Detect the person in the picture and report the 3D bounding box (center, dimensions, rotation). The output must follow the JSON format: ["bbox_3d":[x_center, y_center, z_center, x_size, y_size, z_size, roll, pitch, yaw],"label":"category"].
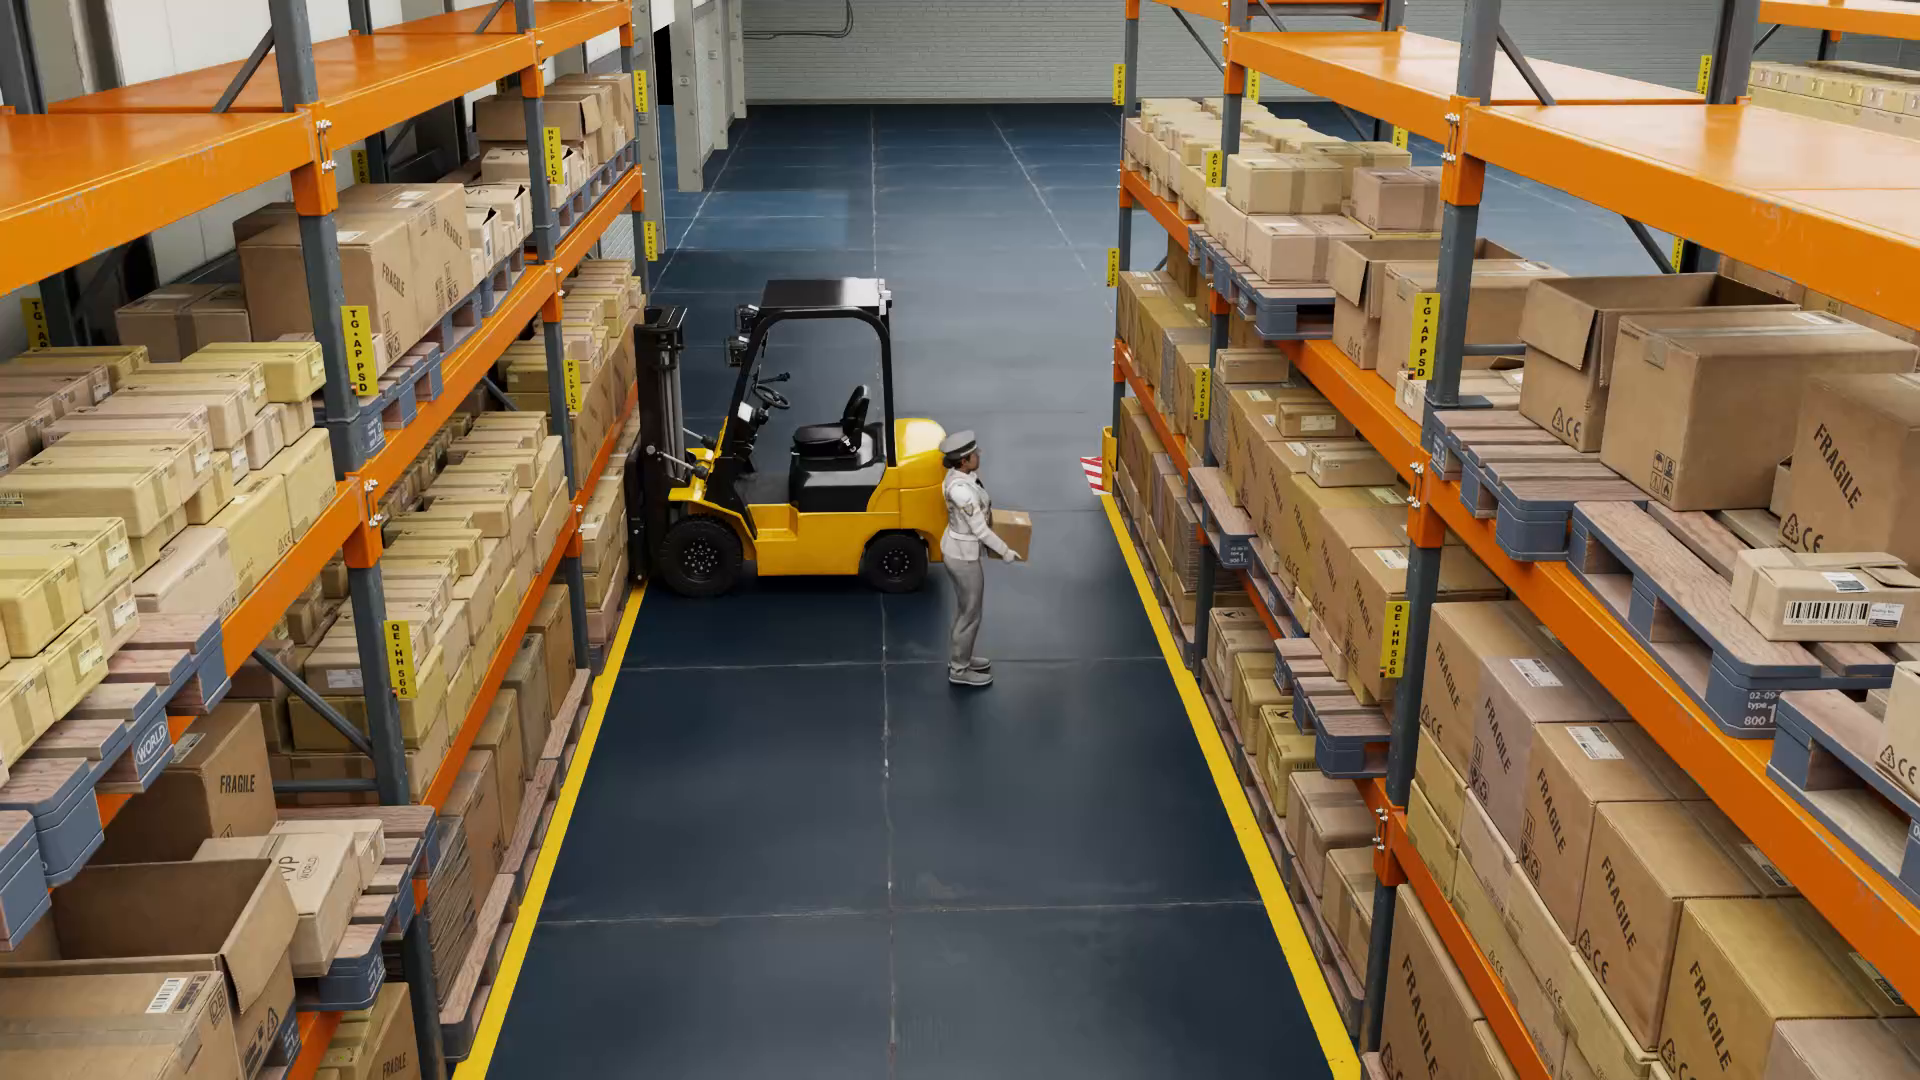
[{"bbox_3d":[0.125,0.107,10.764,0.519,1.691,0.446,-1,21,-4],"label":"person"}]
